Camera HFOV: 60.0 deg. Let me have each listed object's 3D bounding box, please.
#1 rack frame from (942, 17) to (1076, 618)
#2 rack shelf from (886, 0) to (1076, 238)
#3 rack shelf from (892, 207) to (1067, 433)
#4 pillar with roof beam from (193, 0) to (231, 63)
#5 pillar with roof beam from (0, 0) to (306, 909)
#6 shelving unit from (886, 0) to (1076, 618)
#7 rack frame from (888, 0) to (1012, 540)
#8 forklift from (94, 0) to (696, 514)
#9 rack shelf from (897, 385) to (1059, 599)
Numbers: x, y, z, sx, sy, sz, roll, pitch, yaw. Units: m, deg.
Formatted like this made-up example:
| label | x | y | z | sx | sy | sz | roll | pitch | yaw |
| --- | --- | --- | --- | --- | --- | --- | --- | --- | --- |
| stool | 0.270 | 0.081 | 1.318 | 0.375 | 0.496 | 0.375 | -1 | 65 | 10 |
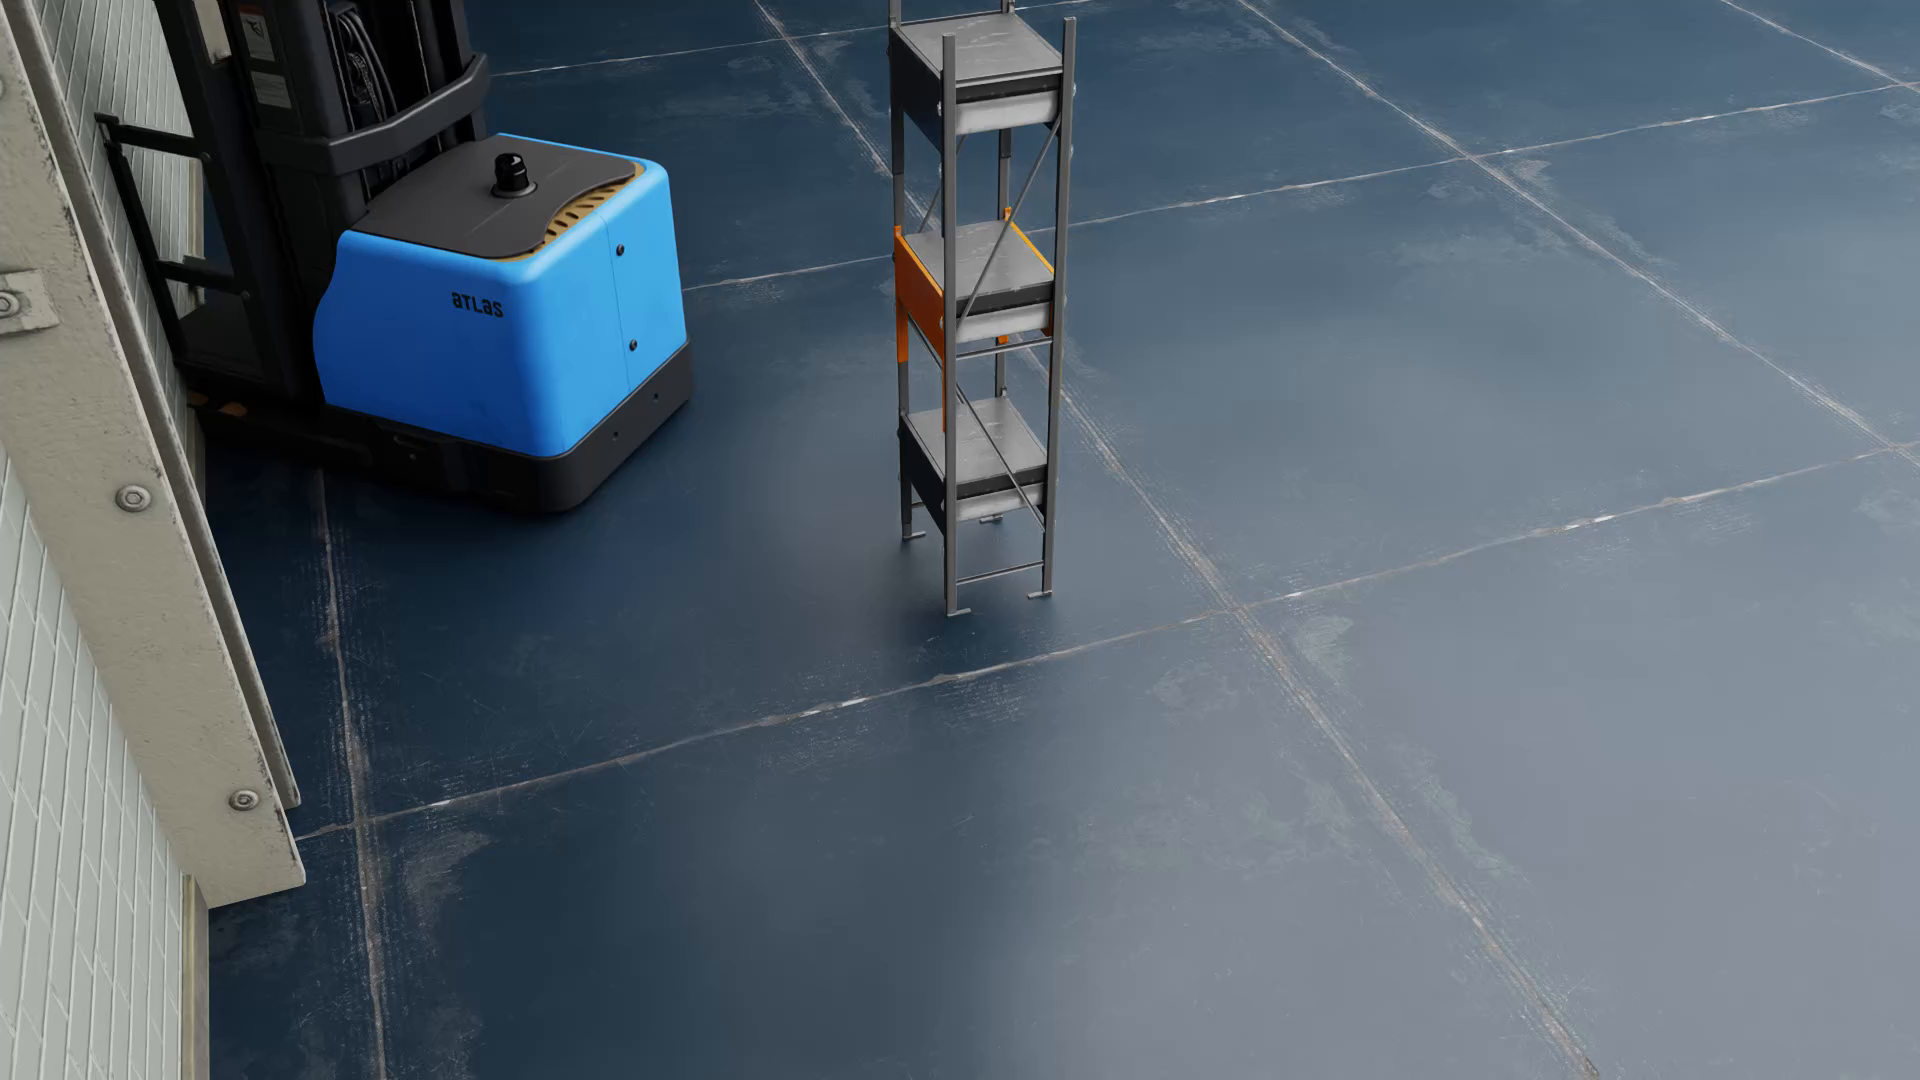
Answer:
| label | x | y | z | sx | sy | sz | roll | pitch | yaw |
| --- | --- | --- | --- | --- | --- | --- | --- | --- | --- |
| rack frame | 0.141 | -0.607 | 5.311 | 0.400 | 2.100 | 0.015 | -12 | 39 | -16 |
| rack shelf | 0.057 | -1.293 | 5.081 | 0.431 | 0.518 | 0.480 | -12 | 39 | -16 |
| rack shelf | 0.057 | -0.734 | 5.502 | 0.431 | 0.518 | 0.480 | -12 | 39 | -16 |
| pillar with roof beam | -0.165 | -6.940 | 7.985 | 9.100 | 9.000 | 0.400 | -12 | 39 | -16 |
| pillar with roof beam | 1.900 | -3.551 | 3.485 | 9.100 | 9.000 | 0.400 | -12 | 39 | -16 |
| shelving unit | 0.057 | -0.745 | 5.494 | 0.431 | 2.100 | 0.503 | -12 | 39 | -16 |
| rack frame | -0.027 | -0.883 | 5.677 | 0.400 | 2.100 | 0.015 | -12 | 39 | -16 |
| forklift | -2.676 | -1.839 | 6.256 | 3.031 | 2.935 | 1.130 | 14 | 39 | 18 |
| rack shelf | 0.057 | -0.175 | 5.923 | 0.431 | 0.518 | 0.480 | -12 | 39 | -16 |
